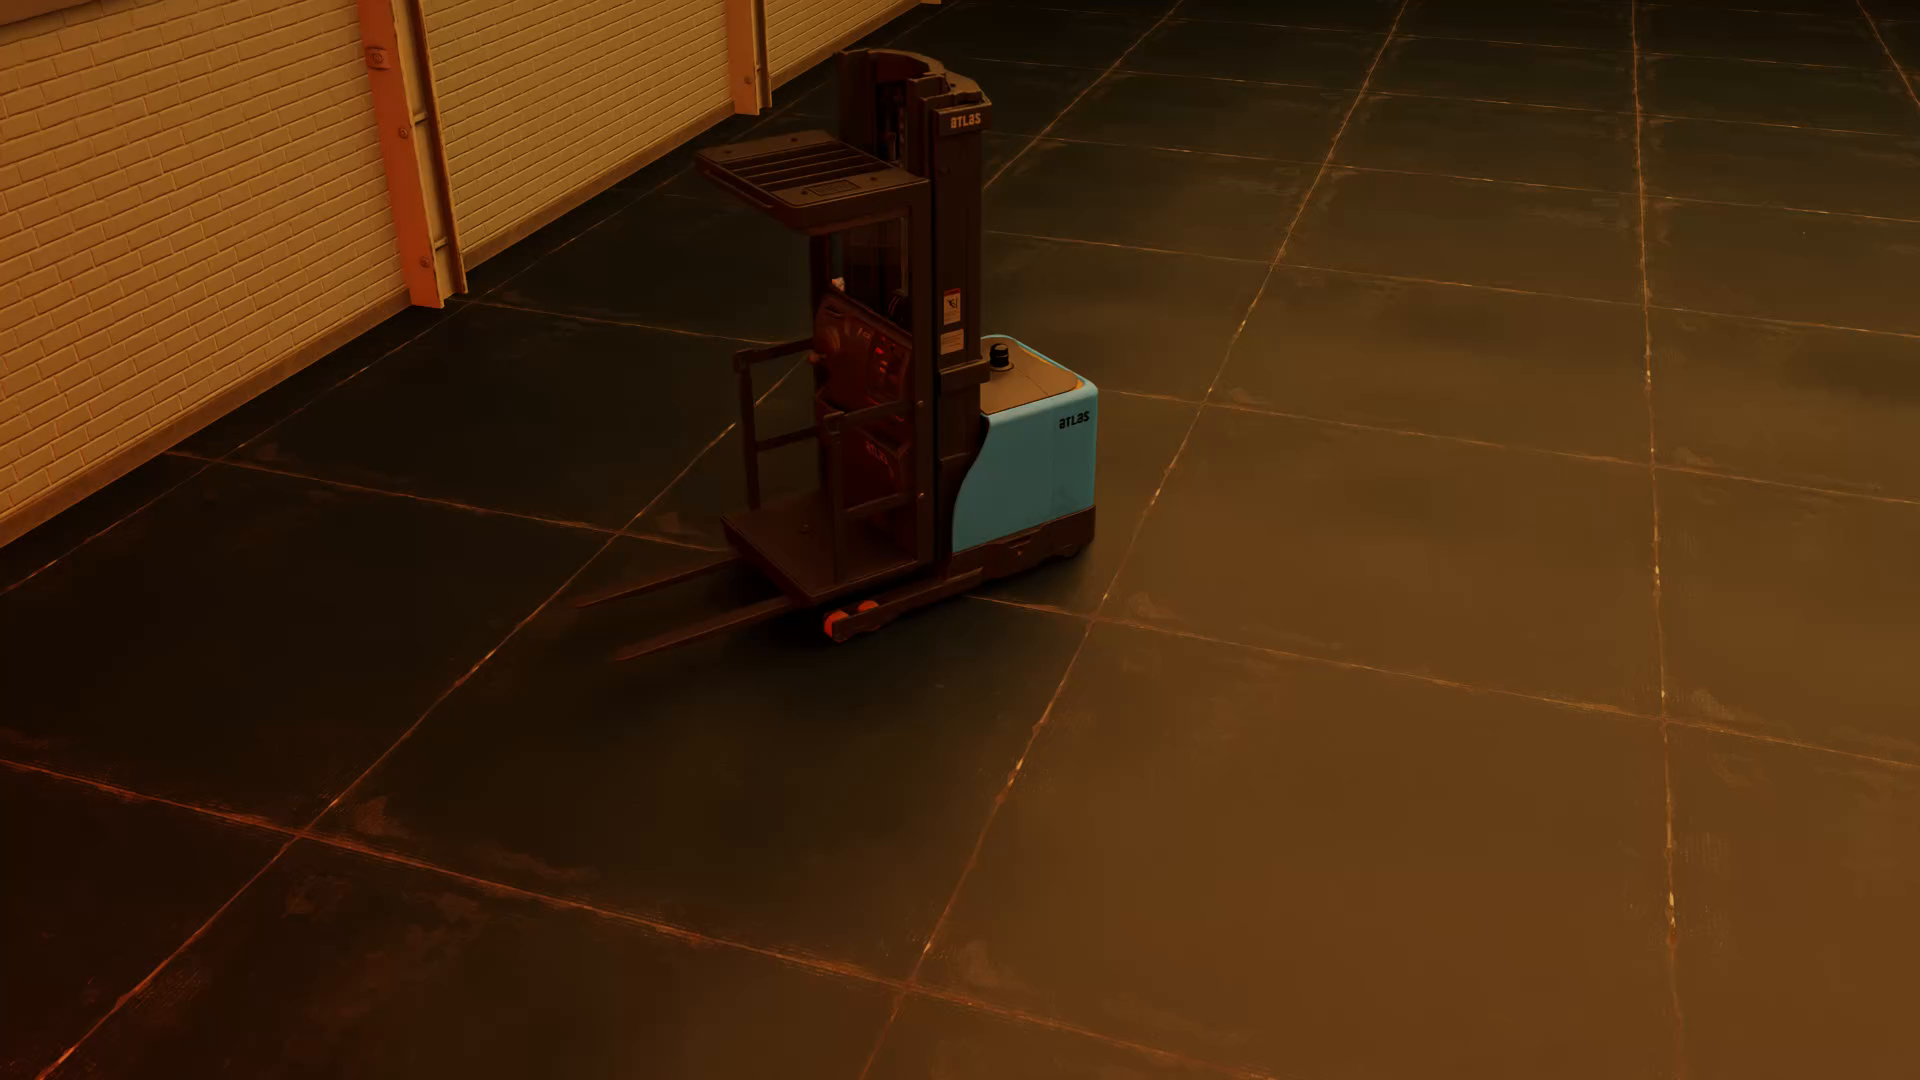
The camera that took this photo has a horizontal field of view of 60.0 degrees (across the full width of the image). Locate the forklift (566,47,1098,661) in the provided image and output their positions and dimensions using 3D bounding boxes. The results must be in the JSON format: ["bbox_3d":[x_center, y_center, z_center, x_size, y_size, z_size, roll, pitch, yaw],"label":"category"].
[{"bbox_3d":[-0.702,-1.013,8.914,3.031,2.935,1.130,-18,34,-29],"label":"forklift"}]

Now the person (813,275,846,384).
[{"bbox_3d":[-0.509,-1.174,10.759,1.016,1.423,0.880,16,34,26],"label":"person"}]
